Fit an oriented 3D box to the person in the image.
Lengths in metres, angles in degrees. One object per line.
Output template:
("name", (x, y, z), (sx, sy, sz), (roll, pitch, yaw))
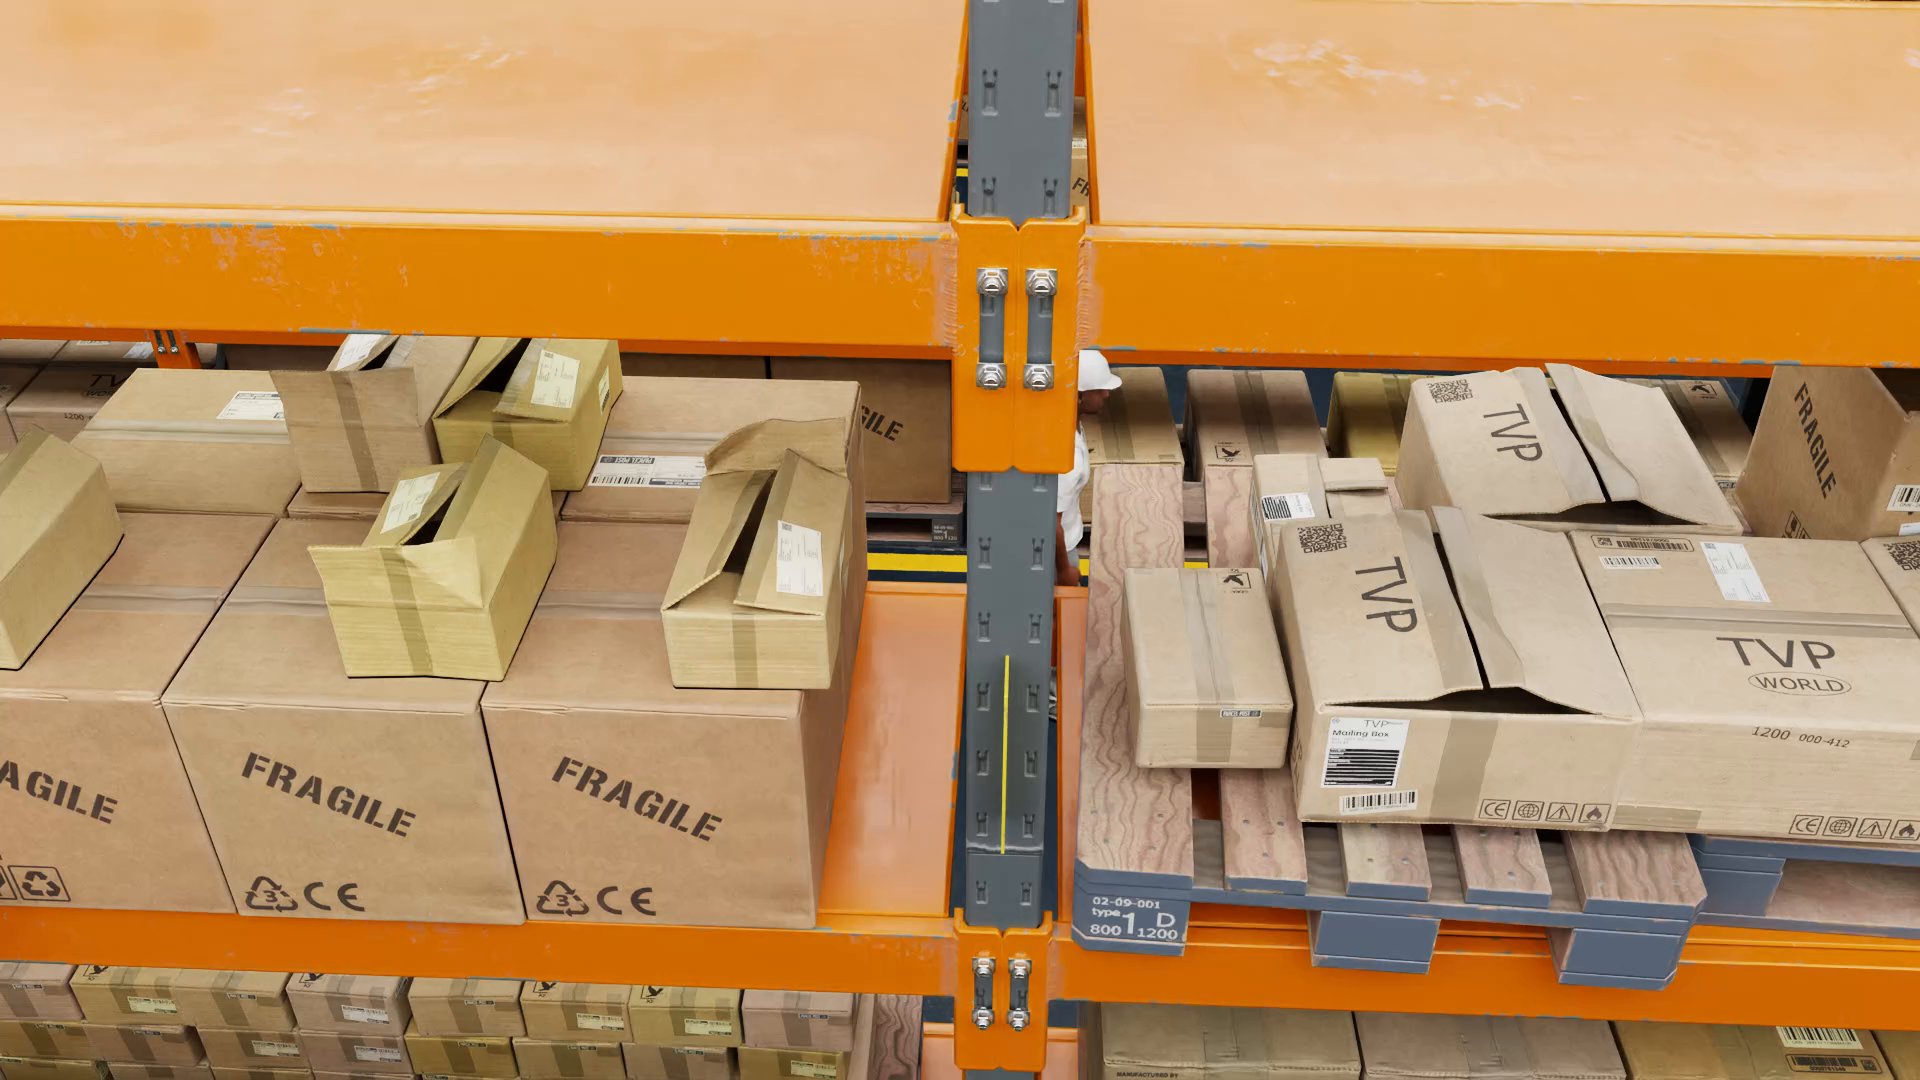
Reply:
("person", (0.426, -0.032, 7.149), (0.458, 1.757, 0.628), (0, 35, 0))
